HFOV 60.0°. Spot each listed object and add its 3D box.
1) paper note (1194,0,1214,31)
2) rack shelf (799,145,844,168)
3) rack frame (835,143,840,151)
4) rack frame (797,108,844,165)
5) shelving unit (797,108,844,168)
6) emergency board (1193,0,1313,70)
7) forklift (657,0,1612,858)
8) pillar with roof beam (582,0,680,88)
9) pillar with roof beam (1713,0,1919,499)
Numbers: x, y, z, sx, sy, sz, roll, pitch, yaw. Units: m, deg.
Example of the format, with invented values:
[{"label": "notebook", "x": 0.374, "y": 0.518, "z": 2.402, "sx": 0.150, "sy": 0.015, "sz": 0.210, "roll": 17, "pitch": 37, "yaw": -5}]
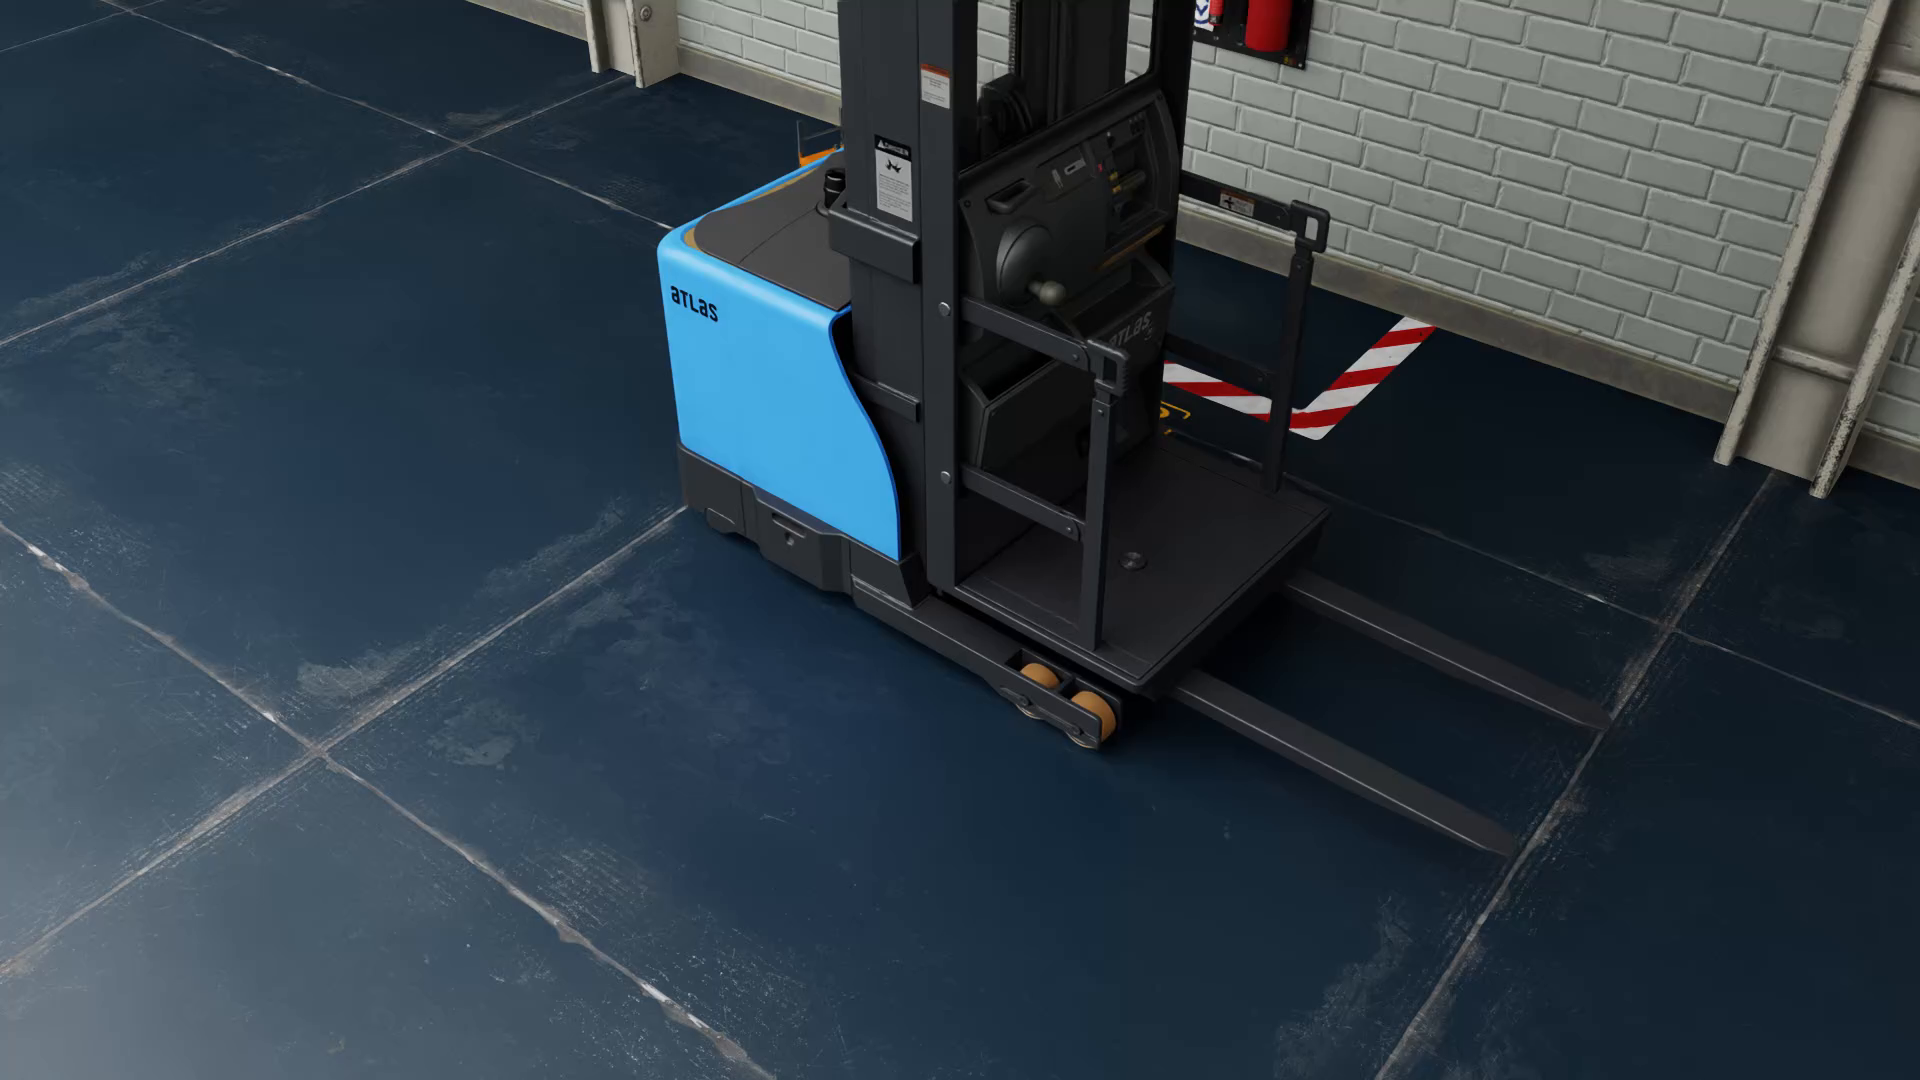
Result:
[{"label": "paper note", "x": 0.984, "y": -2.172, "z": 6.806, "sx": 0.142, "sy": 0.148, "sz": 0.016, "roll": 25, "pitch": 45, "yaw": 29}, {"label": "rack shelf", "x": -0.431, "y": -1.281, "z": 6.090, "sx": 0.215, "sy": 0.259, "sz": 0.240, "roll": -25, "pitch": 45, "yaw": -28}, {"label": "rack frame", "x": -0.358, "y": -1.006, "z": 6.183, "sx": 0.200, "sy": 1.050, "sz": 0.008, "roll": -25, "pitch": 45, "yaw": -28}, {"label": "rack frame", "x": -0.505, "y": -1.127, "z": 6.335, "sx": 0.200, "sy": 1.050, "sz": 0.008, "roll": -25, "pitch": 45, "yaw": -28}, {"label": "shelving unit", "x": -0.432, "y": -1.066, "z": 6.259, "sx": 0.215, "sy": 1.050, "sz": 0.252, "roll": -25, "pitch": 45, "yaw": -28}, {"label": "emergency board", "x": 1.083, "y": -2.419, "z": 6.406, "sx": 0.643, "sy": 1.169, "sz": 0.194, "roll": 25, "pitch": 45, "yaw": 29}, {"label": "forklift", "x": 0.483, "y": -0.907, "z": 4.530, "sx": 3.031, "sy": 2.935, "sz": 1.130, "roll": 27, "pitch": 45, "yaw": 30}, {"label": "pillar with roof beam", "x": -4.359, "y": -3.976, "z": 3.529, "sx": 0.400, "sy": 9.000, "sz": 9.100, "roll": 25, "pitch": 45, "yaw": 29}, {"label": "pillar with roof beam", "x": 0.407, "y": -1.729, "z": 0.658, "sx": 0.400, "sy": 9.000, "sz": 9.100, "roll": 25, "pitch": 45, "yaw": 29}]
